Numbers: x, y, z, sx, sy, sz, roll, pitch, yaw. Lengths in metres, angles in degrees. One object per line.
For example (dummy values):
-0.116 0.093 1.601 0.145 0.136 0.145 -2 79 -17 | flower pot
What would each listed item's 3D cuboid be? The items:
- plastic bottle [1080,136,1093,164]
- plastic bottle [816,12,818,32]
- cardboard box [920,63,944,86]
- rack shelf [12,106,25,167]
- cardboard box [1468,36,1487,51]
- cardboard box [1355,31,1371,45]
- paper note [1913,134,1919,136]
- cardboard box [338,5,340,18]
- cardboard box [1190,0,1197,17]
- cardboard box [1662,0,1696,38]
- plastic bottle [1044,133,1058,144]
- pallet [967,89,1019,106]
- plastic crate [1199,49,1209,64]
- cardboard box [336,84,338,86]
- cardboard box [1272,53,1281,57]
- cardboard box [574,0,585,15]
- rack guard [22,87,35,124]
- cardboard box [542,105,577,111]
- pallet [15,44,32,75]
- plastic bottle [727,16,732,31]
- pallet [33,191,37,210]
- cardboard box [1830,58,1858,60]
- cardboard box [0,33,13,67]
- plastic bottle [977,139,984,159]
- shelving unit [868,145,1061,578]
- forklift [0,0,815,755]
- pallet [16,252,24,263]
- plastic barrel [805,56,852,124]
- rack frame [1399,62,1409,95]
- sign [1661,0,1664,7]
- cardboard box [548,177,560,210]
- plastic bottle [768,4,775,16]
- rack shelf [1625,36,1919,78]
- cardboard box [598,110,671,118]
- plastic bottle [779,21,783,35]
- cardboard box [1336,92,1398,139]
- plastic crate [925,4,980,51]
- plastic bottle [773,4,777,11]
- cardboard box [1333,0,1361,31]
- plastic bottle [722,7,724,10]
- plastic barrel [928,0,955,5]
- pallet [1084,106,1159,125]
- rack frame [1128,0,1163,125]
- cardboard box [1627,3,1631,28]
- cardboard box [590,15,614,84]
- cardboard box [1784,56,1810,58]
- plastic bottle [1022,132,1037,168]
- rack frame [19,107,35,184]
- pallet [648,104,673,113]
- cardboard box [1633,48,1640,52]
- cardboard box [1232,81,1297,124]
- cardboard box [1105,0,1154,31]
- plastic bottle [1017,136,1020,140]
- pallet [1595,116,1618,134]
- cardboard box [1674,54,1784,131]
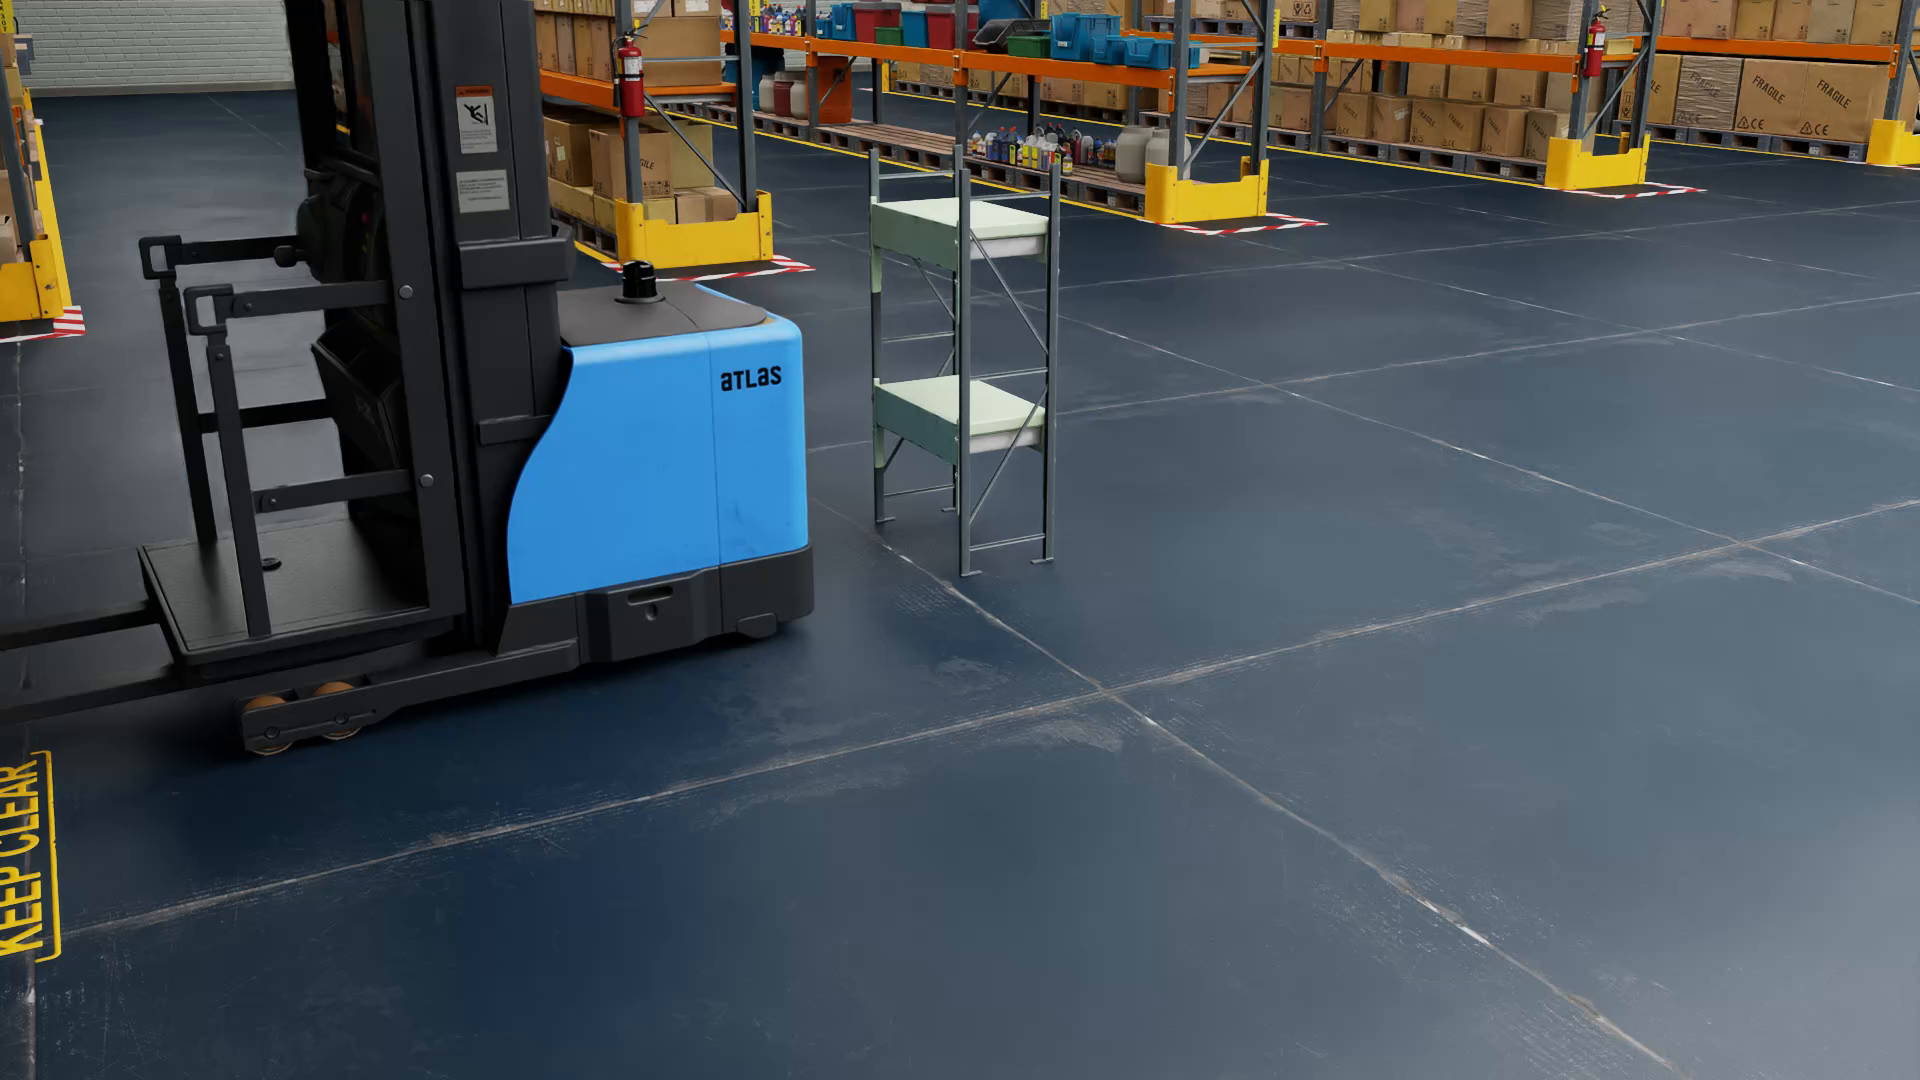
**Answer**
1.293 -4.077 17.349 0.152 0.276 0.135 -10 21 -26 | plastic bottle
-1.984 -7.123 22.872 0.097 0.271 0.097 0 19 0 | plastic bottle
-0.117 -8.466 29.180 0.875 0.875 0.875 -10 21 -27 | cardboard box
-7.354 -3.043 11.955 1.077 0.370 4.000 -10 21 -27 | rack shelf
5.749 -5.398 18.062 0.380 0.149 0.250 -10 21 -27 | cardboard box
4.862 -5.891 19.490 0.380 0.149 0.250 -10 21 -27 | cardboard box
12.923 -5.467 22.446 0.148 0.019 0.142 -3 19 -8 | paper note
-7.716 -7.097 21.804 0.500 0.500 0.700 16 25 39 | cardboard box
3.520 -7.360 22.564 0.700 0.500 0.500 -7 20 -19 | cardboard box
9.654 -6.811 21.541 0.875 0.550 0.550 -10 21 -27 | cardboard box
0.948 -4.187 17.668 0.152 0.276 0.135 -10 21 -27 | plastic bottle
0.683 -7.468 27.950 1.003 0.211 1.213 -10 21 -27 | pallet
2.173 -4.526 15.553 0.298 0.136 0.250 -10 21 -27 | plastic crate
-9.398 -6.735 25.092 0.500 0.250 0.500 -10 21 -27 | cardboard box
5.507 -8.413 28.453 0.500 0.250 0.500 -11 22 -29 | cardboard box
-2.885 -4.308 13.369 0.380 0.149 0.250 -9 21 -25 | cardboard box
-14.013 -6.227 23.912 1.175 0.500 0.348 -10 21 -27 | rack guard
-3.756 -3.655 15.047 0.500 0.500 0.500 -10 21 -27 | cardboard box
-8.538 -4.109 14.234 1.003 0.211 1.213 -10 21 -27 | pallet
-3.248 -7.332 23.586 0.097 0.201 0.097 0 19 0 | plastic bottle
-8.674 -2.863 14.603 1.003 0.211 1.213 -10 21 -27 | pallet
16.247 -8.607 29.973 0.875 0.625 0.625 -9 21 -25 | cardboard box
-6.366 -3.286 10.605 0.500 0.500 0.500 -10 21 -27 | cardboard box
0.229 -4.189 17.787 0.097 0.201 0.097 0 19 0 | plastic bottle
0.003 -0.707 6.381 0.431 1.500 0.755 -10 21 -27 | shelving unit
-2.028 -0.958 4.915 3.031 2.935 1.130 -11 22 -29 | forklift
-6.795 -1.751 11.384 1.003 0.211 1.213 -10 21 -27 | pallet
-1.731 -5.951 21.961 0.600 0.830 0.708 -10 21 -27 | plastic barrel
7.288 -8.147 25.642 1.000 3.000 0.127 -10 21 -27 | rack frame
7.151 -5.604 16.947 0.100 0.325 0.005 -10 21 -27 | sign
-3.284 -3.013 14.337 0.500 0.250 0.500 -10 21 -27 | cardboard box
-2.698 -7.477 23.776 0.144 0.351 0.185 -10 21 -27 | plastic bottle
10.137 -6.084 20.768 1.077 0.370 4.000 -10 21 -27 | rack shelf
-2.815 -3.450 14.453 0.500 0.500 0.500 -10 21 -27 | cardboard box
-2.338 -6.782 21.993 0.097 0.201 0.097 0 19 0 | plastic bottle
4.929 -5.155 20.160 0.500 0.500 0.500 -11 22 -28 | cardboard box
-0.084 -5.614 18.204 0.402 0.464 0.583 -10 21 -27 | plastic crate
-2.659 -7.552 23.994 0.144 0.351 0.185 -10 21 -27 | plastic bottle
4.934 -6.308 19.705 0.875 0.500 0.500 -10 21 -27 | cardboard box
-3.482 -7.602 24.140 0.144 0.351 0.185 -10 21 -27 | plastic bottle
-0.194 -6.075 19.431 0.433 0.535 0.433 0 19 0 | plastic barrel
2.567 -6.327 24.644 1.003 0.211 1.213 -10 21 -27 | pallet
2.875 -7.407 23.500 1.000 3.000 0.127 -10 21 -27 | rack frame
9.175 -7.238 22.856 0.500 0.500 0.500 -10 21 -26 | cardboard box
-2.510 -3.911 13.213 0.700 0.500 0.500 -9 21 -25 | cardboard box
15.573 -8.817 30.774 0.500 0.500 0.500 -9 21 -25 | cardboard box
0.725 -3.976 16.940 0.144 0.351 0.185 -10 21 -27 | plastic bottle
-10.203 -5.106 16.829 1.000 3.000 0.127 -10 21 -27 | rack frame
-4.350 -7.026 26.669 1.003 0.211 1.213 -10 21 -27 | pallet
11.342 -8.348 28.838 0.875 0.875 0.875 -10 22 -27 | cardboard box
4.026 -5.765 21.899 0.700 0.500 0.500 -12 22 -31 | cardboard box
2.423 -7.558 23.783 0.500 0.500 0.500 -9 21 -25 | cardboard box
0.609 -4.091 17.398 0.097 0.271 0.097 0 19 0 | plastic bottle
8.755 -5.890 23.377 1.003 0.211 1.213 -10 21 -27 | pallet
9.856 -5.743 21.290 0.875 0.875 0.875 -10 21 -26 | cardboard box
